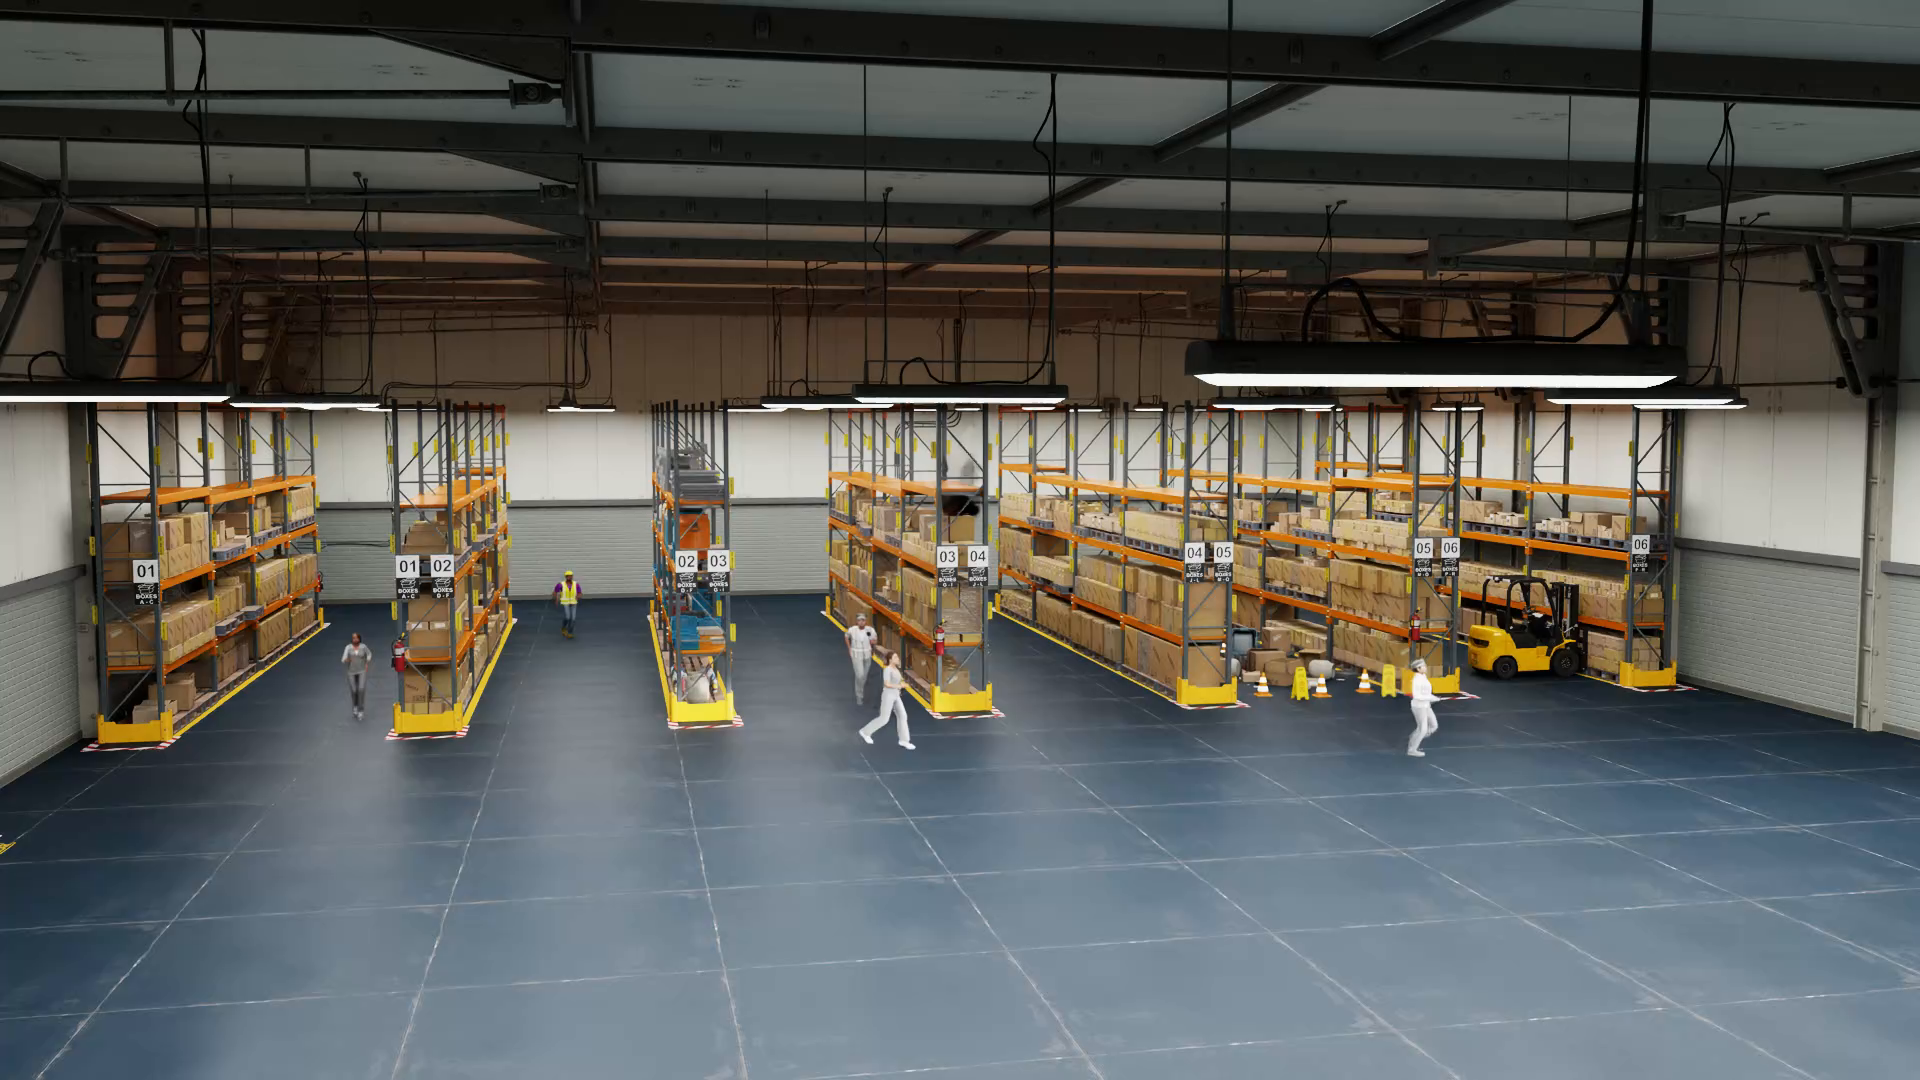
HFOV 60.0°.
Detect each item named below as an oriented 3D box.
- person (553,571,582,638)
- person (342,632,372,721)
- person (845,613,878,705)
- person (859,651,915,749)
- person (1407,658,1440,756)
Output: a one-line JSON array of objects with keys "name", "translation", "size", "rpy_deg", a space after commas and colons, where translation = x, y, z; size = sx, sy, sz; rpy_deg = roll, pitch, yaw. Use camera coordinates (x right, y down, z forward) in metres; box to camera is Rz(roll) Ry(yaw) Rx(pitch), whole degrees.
[{"name": "person", "translation": [-9.987, 1.648, 42.504], "size": [0.689, 1.722, 0.606], "rpy_deg": [-2, 5, -28]}, {"name": "person", "translation": [-11.375, 2.547, 31.364], "size": [0.522, 1.634, 0.709], "rpy_deg": [-1, 4, -17]}, {"name": "person", "translation": [-1.938, 2.363, 33.107], "size": [0.626, 1.863, 0.792], "rpy_deg": [-1, 5, -18]}, {"name": "person", "translation": [-1.231, 2.742, 28.540], "size": [0.968, 1.672, 0.577], "rpy_deg": [2, 5, 20]}, {"name": "person", "translation": [7.763, 2.791, 27.772], "size": [0.552, 1.655, 0.602], "rpy_deg": [2, 5, 29]}]
